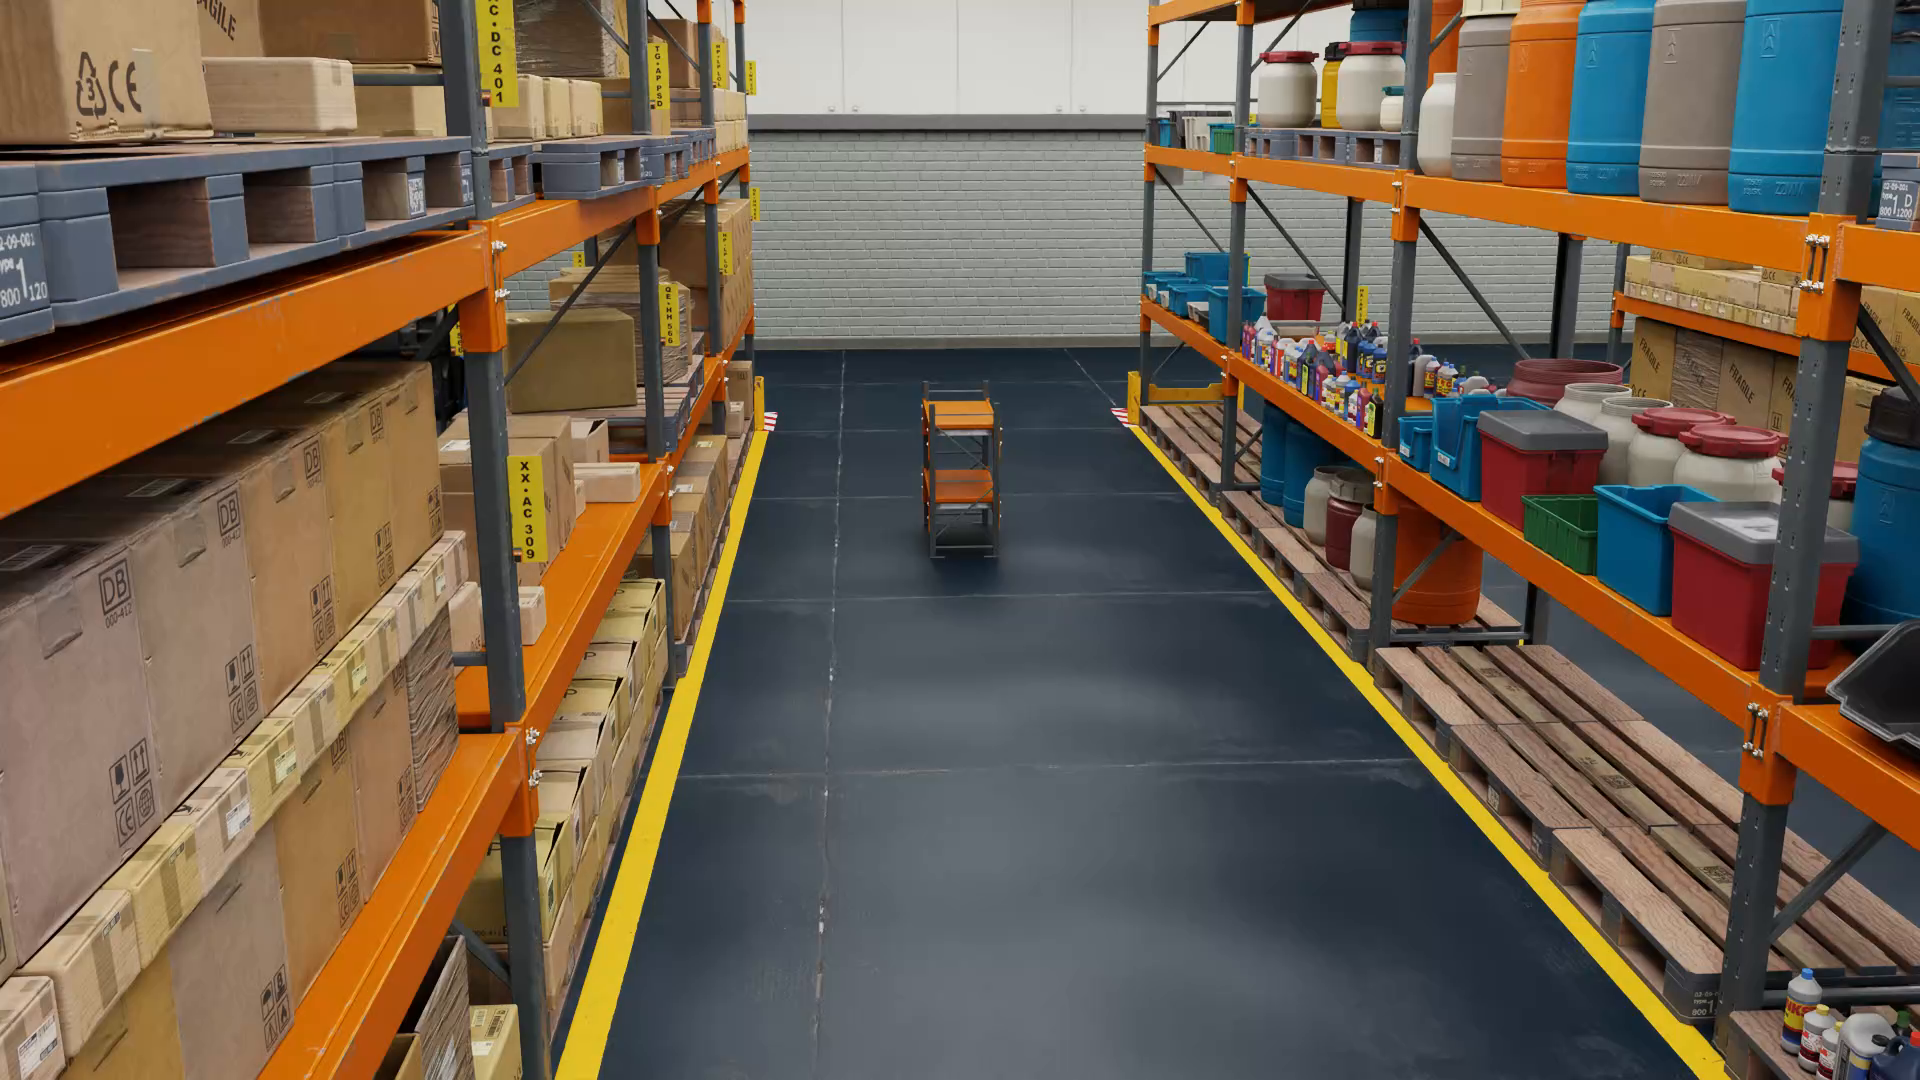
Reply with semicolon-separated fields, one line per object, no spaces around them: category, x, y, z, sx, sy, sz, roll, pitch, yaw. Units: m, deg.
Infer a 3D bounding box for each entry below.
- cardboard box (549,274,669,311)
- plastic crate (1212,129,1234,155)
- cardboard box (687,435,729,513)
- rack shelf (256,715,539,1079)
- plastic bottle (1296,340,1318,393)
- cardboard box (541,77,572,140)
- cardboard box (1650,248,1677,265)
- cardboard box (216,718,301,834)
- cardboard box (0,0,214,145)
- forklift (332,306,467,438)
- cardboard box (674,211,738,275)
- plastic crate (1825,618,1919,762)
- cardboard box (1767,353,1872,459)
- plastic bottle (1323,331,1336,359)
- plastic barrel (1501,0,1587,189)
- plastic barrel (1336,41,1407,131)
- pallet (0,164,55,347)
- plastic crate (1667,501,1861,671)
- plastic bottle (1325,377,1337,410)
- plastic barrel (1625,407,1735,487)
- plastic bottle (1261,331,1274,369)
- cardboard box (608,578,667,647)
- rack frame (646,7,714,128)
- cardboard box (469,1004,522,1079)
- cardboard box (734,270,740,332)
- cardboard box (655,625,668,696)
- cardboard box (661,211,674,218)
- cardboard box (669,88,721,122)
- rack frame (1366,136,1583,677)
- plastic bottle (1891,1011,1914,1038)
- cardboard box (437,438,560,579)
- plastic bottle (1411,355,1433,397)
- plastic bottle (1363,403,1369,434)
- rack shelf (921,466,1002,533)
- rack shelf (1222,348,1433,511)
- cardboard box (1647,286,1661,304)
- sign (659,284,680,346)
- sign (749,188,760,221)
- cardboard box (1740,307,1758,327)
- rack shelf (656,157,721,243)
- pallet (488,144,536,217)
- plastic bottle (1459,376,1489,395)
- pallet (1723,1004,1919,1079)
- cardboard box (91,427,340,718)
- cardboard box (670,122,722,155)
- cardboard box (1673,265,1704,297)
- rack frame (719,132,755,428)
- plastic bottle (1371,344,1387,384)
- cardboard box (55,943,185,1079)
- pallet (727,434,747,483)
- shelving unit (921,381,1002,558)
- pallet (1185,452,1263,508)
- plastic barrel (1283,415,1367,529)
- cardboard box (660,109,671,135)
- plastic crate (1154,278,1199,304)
cardboard box;-2.429;-1.575;11.585;0.700;0.500;0.500;1;14;5
plastic crate;2.275;-3.141;13.119;0.450;0.188;0.662;-1;14;-3
cardboard box;-2.024;-0.499;12.578;0.500;0.500;0.500;-1;14;-4
rack shelf;-1.721;1.221;3.205;1.077;0.370;4.000;-1;14;-3
plastic bottle;2.342;-1.169;11.149;0.144;0.351;0.185;-1;14;-3
cardboard box;-1.934;-1.819;7.013;0.500;0.250;0.500;-1;14;-5
cardboard box;7.090;-2.948;16.164;0.500;0.500;0.500;-1;14;-5
cardboard box;-1.518;0.459;3.222;0.380;0.149;0.250;0;14;-2
cardboard box;-1.427;-0.820;2.348;0.500;0.500;0.500;-1;14;-3
forklift;-4.730;-1.787;13.591;1.130;2.935;3.031;-1;14;-5
cardboard box;-2.153;-2.525;14.113;0.500;0.500;0.500;-1;14;-5
plastic crate;3.005;0.462;4.837;0.767;0.338;0.504;-1;14;-3
cardboard box;7.586;-1.106;14.228;0.875;0.875;0.875;-1;14;-3
plastic bottle;2.827;-1.494;12.713;0.097;0.201;0.097;0;14;0
plastic barrel;2.726;-1.986;7.343;0.600;0.830;0.708;-1;14;-3
plastic barrel;2.591;-2.856;10.470;0.433;0.535;0.433;0;14;0
pallet;-1.615;-0.216;1.505;1.003;0.211;1.213;-1;14;-3
plastic crate;2.764;0.153;5.784;0.402;0.464;0.583;-1;14;-3
plastic bottle;2.361;-0.925;10.499;0.097;0.201;0.097;0;14;0
plastic barrel;3.186;-0.298;7.391;0.433;0.535;0.433;0;14;0
plastic bottle;2.254;-1.386;12.154;0.097;0.271;0.097;0;14;0
cardboard box;-1.815;0.363;8.644;0.500;0.311;0.500;-1;14;-2
rack frame;-2.341;-4.520;12.034;1.000;3.000;0.127;-1;14;-3
cardboard box;-1.598;1.615;4.904;0.500;0.250;0.500;-1;14;-3
cardboard box;-2.164;-2.046;14.257;0.500;0.500;0.500;-1;14;-4
cardboard box;-1.817;0.636;8.712;0.500;0.250;0.500;-1;14;-2
cardboard box;-2.696;-2.522;14.100;0.500;0.500;0.500;-1;14;-3
cardboard box;-2.123;-3.361;12.849;0.500;0.250;0.500;-1;14;-3
rack frame;2.851;-0.695;9.209;1.000;3.000;0.127;-1;14;-3
plastic bottle;2.835;1.566;4.988;0.061;0.283;0.133;-1;14;-3
cardboard box;-1.940;-0.120;6.773;0.500;0.500;0.500;-1;14;-3
plastic bottle;3.061;-1.093;11.002;0.152;0.276;0.135;-1;14;-3
plastic bottle;2.411;-0.722;9.712;0.097;0.201;0.097;0;14;0
rack shelf;0.000;-0.310;12.454;0.538;0.278;1.000;-1;14;-3
rack shelf;2.727;-0.844;11.232;1.077;0.370;4.000;-1;14;-3
cardboard box;7.025;-2.419;16.412;0.380;0.149;0.250;-1;14;-5
sign;-1.539;-1.190;8.807;0.100;0.325;0.005;-1;14;-3
sign;-2.033;-3.327;16.478;0.100;0.325;0.005;-1;14;-3
cardboard box;7.137;-1.972;14.674;0.380;0.149;0.250;-1;14;-2
rack shelf;-2.217;-2.221;10.564;1.077;0.370;4.000;-1;14;-3
pallet;-1.913;-1.204;5.551;0.805;0.209;1.217;-1;15;-6
plastic bottle;3.118;-0.863;10.109;0.152;0.276;0.135;-1;14;-3
pallet;3.099;1.818;5.038;1.003;0.211;1.213;-1;14;-3
cardboard box;-1.748;0.059;3.474;0.700;0.500;0.500;-1;14;-3
cardboard box;-2.124;-3.119;12.911;0.500;0.250;0.500;-1;14;-3
cardboard box;7.126;-2.455;15.752;0.500;0.250;0.500;-1;14;-5
rack frame;-2.588;-2.609;16.648;1.000;3.000;0.127;-1;14;-3
plastic bottle;2.904;-1.221;11.509;0.097;0.271;0.097;0;14;0
cardboard box;-1.676;0.951;2.610;0.700;0.500;0.500;-1;14;-3
pallet;-2.461;-0.739;14.975;1.003;0.211;1.213;-1;14;-3
shelving unit;0.000;-0.546;12.393;0.538;1.125;1.048;-1;14;-3
pallet;2.519;-0.522;14.131;1.003;0.211;1.213;-1;14;-3
plastic barrel;2.664;-0.566;12.073;0.600;0.901;0.708;-1;14;-3
cardboard box;-2.217;-2.485;9.944;0.910;0.500;0.500;-1;14;-3
plastic crate;2.083;-2.403;16.060;0.416;0.233;0.300;-1;14;-3
